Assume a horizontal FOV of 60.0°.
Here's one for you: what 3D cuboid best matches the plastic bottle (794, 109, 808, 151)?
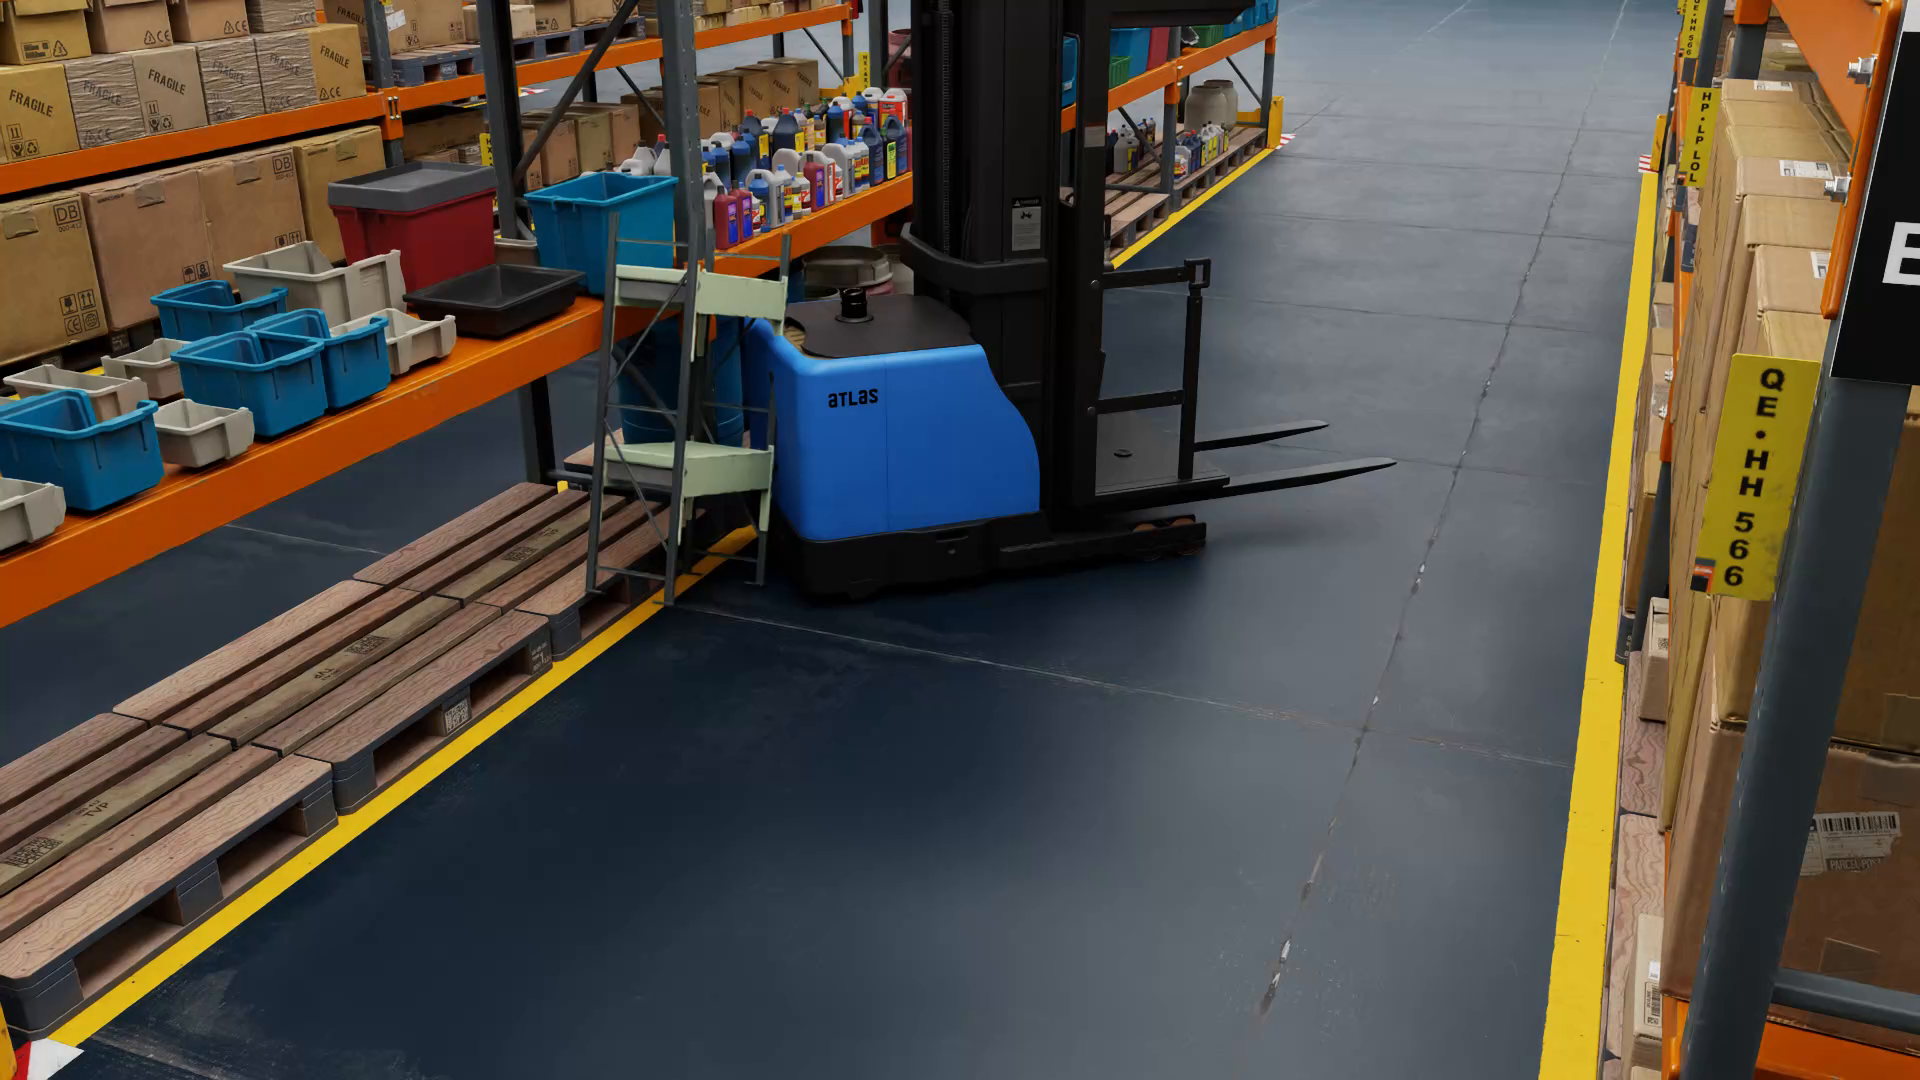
[{"bbox_3d":[-0.940,-2.381,9.727,0.097,0.271,0.097,0,23,0],"label":"plastic bottle"}]

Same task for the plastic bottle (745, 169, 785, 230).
[{"bbox_3d":[-0.927,-1.636,7.936,0.152,0.276,0.135,9,24,20],"label":"plastic bottle"}]

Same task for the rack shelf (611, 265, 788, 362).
[{"bbox_3d":[-1.067,-0.925,6.772,0.431,0.370,0.720,8,8,21],"label":"rack shelf"}]

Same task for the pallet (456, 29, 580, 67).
[{"bbox_3d":[-4.005,-4.218,14.205,1.003,0.211,1.213,9,24,20],"label":"pallet"}]

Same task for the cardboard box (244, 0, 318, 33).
[{"bbox_3d":[-4.988,-3.842,11.624,0.797,0.503,0.637,10,25,22],"label":"cardboard box"}]

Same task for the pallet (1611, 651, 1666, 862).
[{"bbox_3d":[2.753,0.791,5.582,1.003,0.211,1.213,9,24,20],"label":"pallet"}]

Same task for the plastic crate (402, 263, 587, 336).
[{"bbox_3d":[-1.755,-0.913,6.324,0.437,0.125,0.590,9,24,20],"label":"plastic crate"}]

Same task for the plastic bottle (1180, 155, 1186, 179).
[{"bbox_3d":[1.983,-3.350,14.938,0.097,0.201,0.097,0,23,0],"label":"plastic bottle"}]

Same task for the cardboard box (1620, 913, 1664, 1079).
[{"bbox_3d":[1.877,1.191,4.004,0.500,0.250,0.500,9,24,20],"label":"cardboard box"}]

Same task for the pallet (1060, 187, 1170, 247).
[{"bbox_3d":[1.127,-2.741,14.038,1.003,0.211,1.213,9,24,20],"label":"pallet"}]

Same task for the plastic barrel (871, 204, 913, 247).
[{"bbox_3d":[-0.269,-1.898,10.672,0.600,0.830,0.708,9,24,20],"label":"plastic barrel"}]

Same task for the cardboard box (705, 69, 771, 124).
[{"bbox_3d":[-2.418,-4.834,18.129,0.500,0.500,0.500,11,25,25],"label":"cardboard box"}]

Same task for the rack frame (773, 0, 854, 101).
[{"bbox_3d":[-1.730,-6.455,19.311,1.000,3.000,0.127,9,24,20],"label":"rack frame"}]

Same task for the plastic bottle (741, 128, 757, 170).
[{"bbox_3d":[-1.160,-2.106,9.068,0.097,0.271,0.097,0,23,0],"label":"plastic bottle"}]

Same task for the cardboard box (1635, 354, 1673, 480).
[{"bbox_3d":[3.491,-0.546,7.837,0.500,0.500,0.500,8,24,18],"label":"cardboard box"}]

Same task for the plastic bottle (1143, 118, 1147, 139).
[{"bbox_3d":[1.805,-4.013,16.418,0.061,0.283,0.133,9,24,21],"label":"plastic bottle"}]

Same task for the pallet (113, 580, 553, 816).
[{"bbox_3d":[-2.278,0.542,6.178,1.003,0.211,1.213,9,24,20],"label":"pallet"}]

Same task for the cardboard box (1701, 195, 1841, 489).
[{"bbox_3d":[1.808,-0.383,3.348,0.500,0.500,0.500,9,24,21],"label":"cardboard box"}]

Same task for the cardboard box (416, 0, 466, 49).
[{"bbox_3d":[-4.424,-4.245,13.346,0.700,0.500,0.500,13,26,28],"label":"cardboard box"}]

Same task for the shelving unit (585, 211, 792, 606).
[{"bbox_3d":[-1.102,-0.539,6.821,0.431,1.500,0.755,8,8,21],"label":"shelving unit"}]

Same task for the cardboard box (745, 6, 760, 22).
[{"bbox_3d":[-2.312,-5.480,17.304,0.380,0.149,0.250,9,24,20],"label":"cardboard box"}]

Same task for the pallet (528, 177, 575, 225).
[{"bbox_3d":[-3.955,-3.020,14.706,1.003,0.211,1.213,9,24,20],"label":"pallet"}]

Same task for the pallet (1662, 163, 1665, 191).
[{"bbox_3d":[7.221,-3.469,15.781,1.003,0.211,1.213,9,24,20],"label":"pallet"}]

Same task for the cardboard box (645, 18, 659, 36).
[{"bbox_3d":[-2.857,-4.941,16.014,0.380,0.149,0.250,9,24,20],"label":"cardboard box"}]

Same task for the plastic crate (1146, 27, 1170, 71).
[{"bbox_3d":[1.487,-4.127,13.655,0.402,0.464,0.583,9,24,20],"label":"plastic crate"}]

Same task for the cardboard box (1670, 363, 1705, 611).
[{"bbox_3d":[2.004,-0.099,3.966,0.500,0.500,0.500,8,24,19],"label":"cardboard box"}]

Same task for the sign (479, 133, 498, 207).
[{"bbox_3d":[-2.099,-1.659,7.470,0.100,0.325,0.005,9,24,20],"label":"sign"}]

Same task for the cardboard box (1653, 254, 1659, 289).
[{"bbox_3d":[5.030,-1.870,11.357,0.500,0.250,0.500,9,24,21],"label":"cardboard box"}]

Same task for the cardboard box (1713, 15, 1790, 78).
[{"bbox_3d":[6.139,-3.810,12.849,0.700,0.500,0.500,8,24,19],"label":"cardboard box"}]

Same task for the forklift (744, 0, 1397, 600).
[{"bbox_3d":[0.590,-1.438,7.390,3.031,2.935,1.130,-8,24,-19],"label":"forklift"}]

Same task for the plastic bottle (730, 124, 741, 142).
[{"bbox_3d":[-1.240,-2.117,9.077,0.061,0.283,0.133,9,24,20],"label":"plastic bottle"}]

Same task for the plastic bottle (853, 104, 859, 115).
[{"bbox_3d":[-0.669,-2.610,10.365,0.097,0.201,0.097,0,23,0],"label":"plastic bottle"}]

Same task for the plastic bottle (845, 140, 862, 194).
[{"bbox_3d":[-0.565,-1.955,8.706,0.097,0.271,0.097,0,23,0],"label":"plastic bottle"}]

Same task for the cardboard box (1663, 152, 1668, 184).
[{"bbox_3d":[6.502,-3.264,14.694,0.500,0.250,0.500,9,24,20],"label":"cardboard box"}]

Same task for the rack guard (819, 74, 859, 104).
[{"bbox_3d":[-1.758,-5.274,19.728,1.175,0.500,0.348,9,24,20],"label":"rack guard"}]

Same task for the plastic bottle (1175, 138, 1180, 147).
[{"bbox_3d":[1.934,-3.545,15.211,0.144,0.351,0.185,9,24,20],"label":"plastic bottle"}]

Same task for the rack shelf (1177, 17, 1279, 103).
[{"bbox_3d":[2.125,-4.698,16.039,1.077,0.370,4.000,9,24,20],"label":"rack shelf"}]

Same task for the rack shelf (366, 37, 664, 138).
[{"bbox_3d":[-3.959,-3.976,14.310,1.077,0.370,4.000,9,24,20],"label":"rack shelf"}]

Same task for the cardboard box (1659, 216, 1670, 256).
[{"bbox_3d":[4.837,-1.946,10.812,0.500,0.311,0.500,9,24,20],"label":"cardboard box"}]

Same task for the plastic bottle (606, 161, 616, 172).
[{"bbox_3d":[-1.699,-1.674,8.018,0.061,0.283,0.133,9,24,20],"label":"plastic bottle"}]

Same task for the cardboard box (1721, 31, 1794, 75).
[{"bbox_3d":[5.484,-3.189,11.363,0.500,0.500,0.500,11,25,24],"label":"cardboard box"}]

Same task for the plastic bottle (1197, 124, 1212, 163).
[{"bbox_3d":[2.296,-3.744,15.688,0.144,0.351,0.185,9,24,20],"label":"plastic bottle"}]

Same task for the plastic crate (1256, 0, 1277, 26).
[{"bbox_3d":[2.960,-5.455,17.111,0.499,0.251,0.616,9,24,20],"label":"plastic crate"}]

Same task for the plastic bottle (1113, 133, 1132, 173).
[{"bbox_3d":[1.488,-3.546,15.214,0.144,0.351,0.185,9,24,20],"label":"plastic bottle"}]

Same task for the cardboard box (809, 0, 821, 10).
[{"bbox_3d":[-1.783,-6.021,18.599,0.380,0.149,0.250,9,24,20],"label":"cardboard box"}]

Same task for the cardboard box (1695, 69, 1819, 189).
[{"bbox_3d":[3.848,-1.871,7.663,0.700,0.500,0.500,14,26,30],"label":"cardboard box"}]

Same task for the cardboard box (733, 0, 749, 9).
[{"bbox_3d":[-2.681,-5.726,17.051,0.875,0.500,0.500,9,24,20],"label":"cardboard box"}]

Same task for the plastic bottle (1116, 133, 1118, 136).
[{"bbox_3d":[1.447,-3.669,15.594,0.061,0.283,0.133,11,25,24],"label":"plastic bottle"}]

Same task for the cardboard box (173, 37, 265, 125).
[{"bbox_3d":[-5.036,-3.062,11.060,0.500,0.500,0.500,8,24,18],"label":"cardboard box"}]

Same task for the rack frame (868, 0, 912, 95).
[{"bbox_3d":[-0.103,-2.883,10.760,1.000,3.000,0.127,9,24,20],"label":"rack frame"}]

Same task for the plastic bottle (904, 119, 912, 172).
[{"bbox_3d":[-0.282,-2.214,9.311,0.061,0.283,0.133,9,24,20],"label":"plastic bottle"}]

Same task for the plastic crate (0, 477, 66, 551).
[{"bbox_3d":[-2.481,-0.070,4.291,0.250,0.136,0.298,9,24,20],"label":"plastic crate"}]

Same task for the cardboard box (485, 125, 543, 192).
[{"bbox_3d":[-4.073,-3.288,14.403,0.700,0.500,0.500,11,25,24],"label":"cardboard box"}]
